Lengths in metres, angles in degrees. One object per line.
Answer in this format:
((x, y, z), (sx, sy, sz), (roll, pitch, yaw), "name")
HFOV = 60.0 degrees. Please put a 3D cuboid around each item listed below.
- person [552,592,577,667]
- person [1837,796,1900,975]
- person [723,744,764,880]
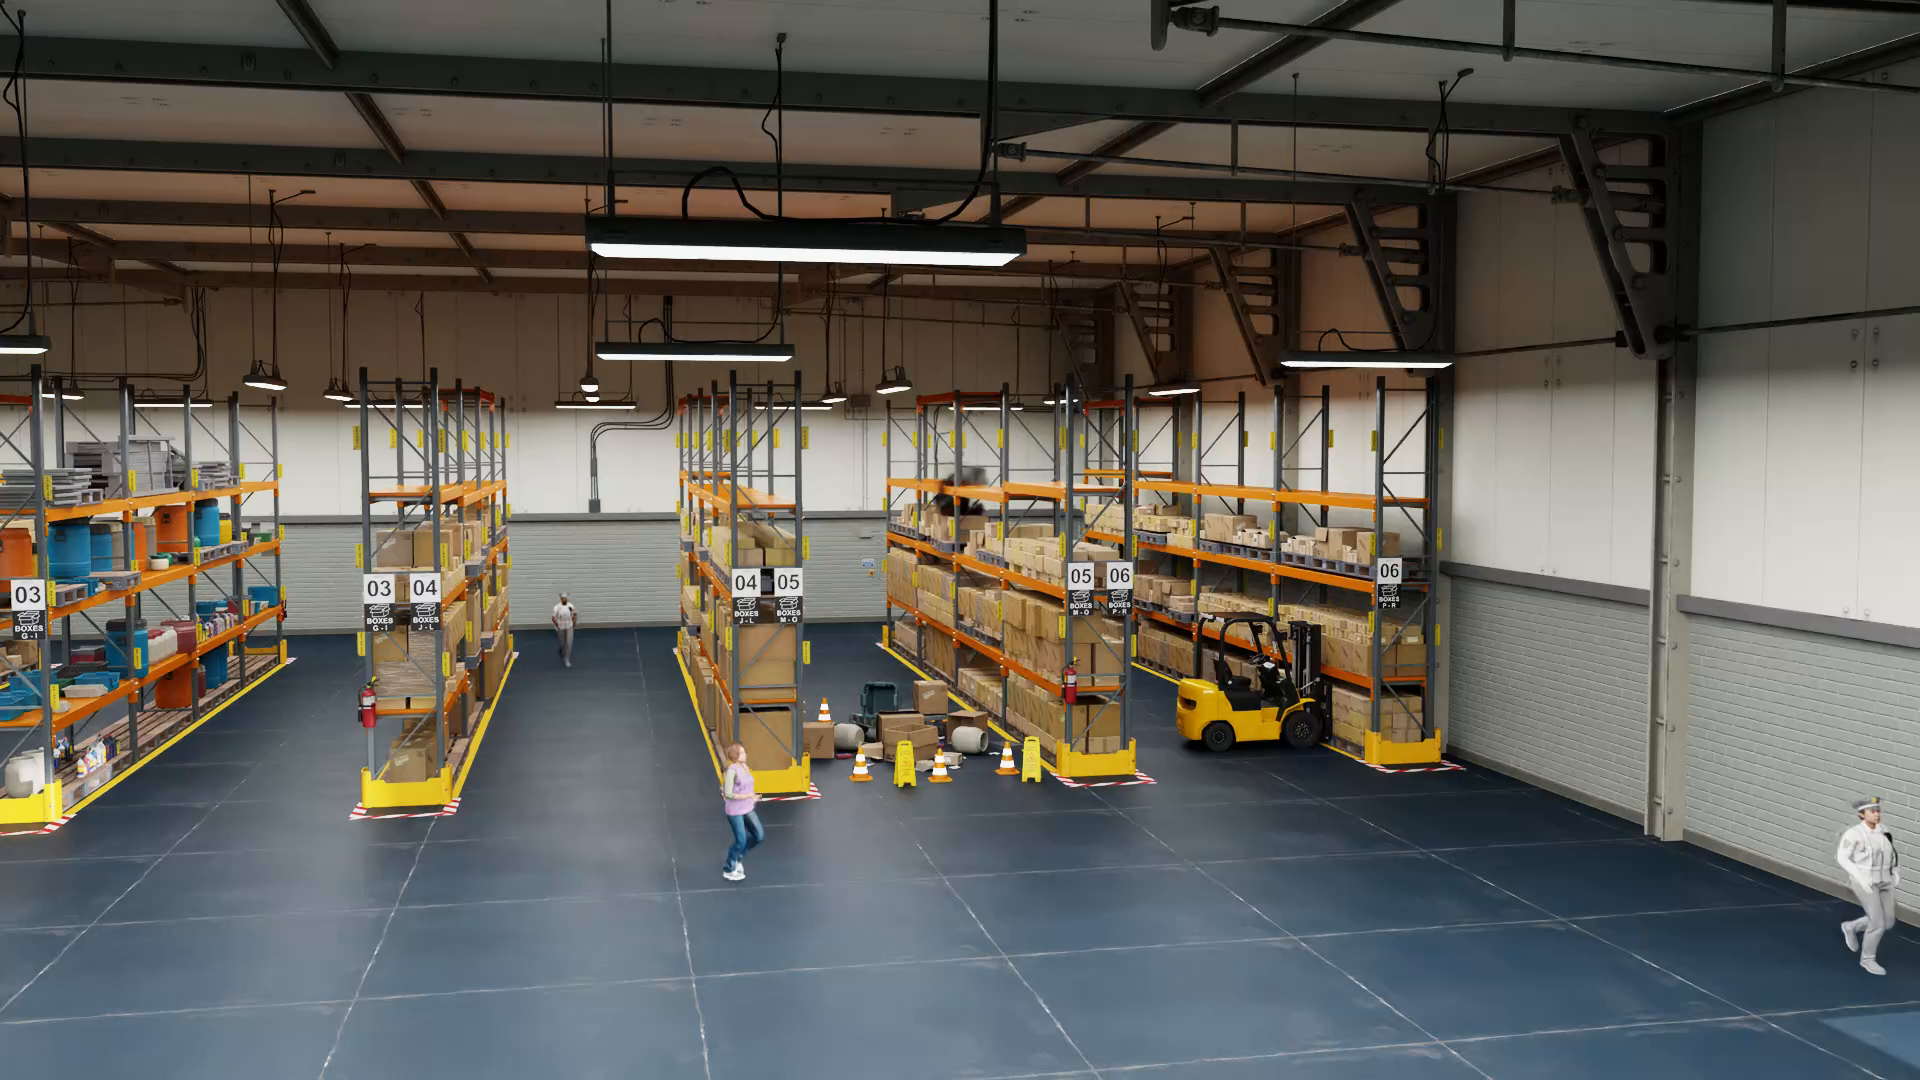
((-8.848, 1.976, 37.215), (0.573, 1.669, 0.765), (-1, 4, -21), "person")
((8.602, 3.240, 15.805), (0.597, 1.673, 0.538), (-1, 4, -15), "person")
((-2.450, 3.096, 18.860), (0.555, 1.539, 0.520), (2, 4, 25), "person")
